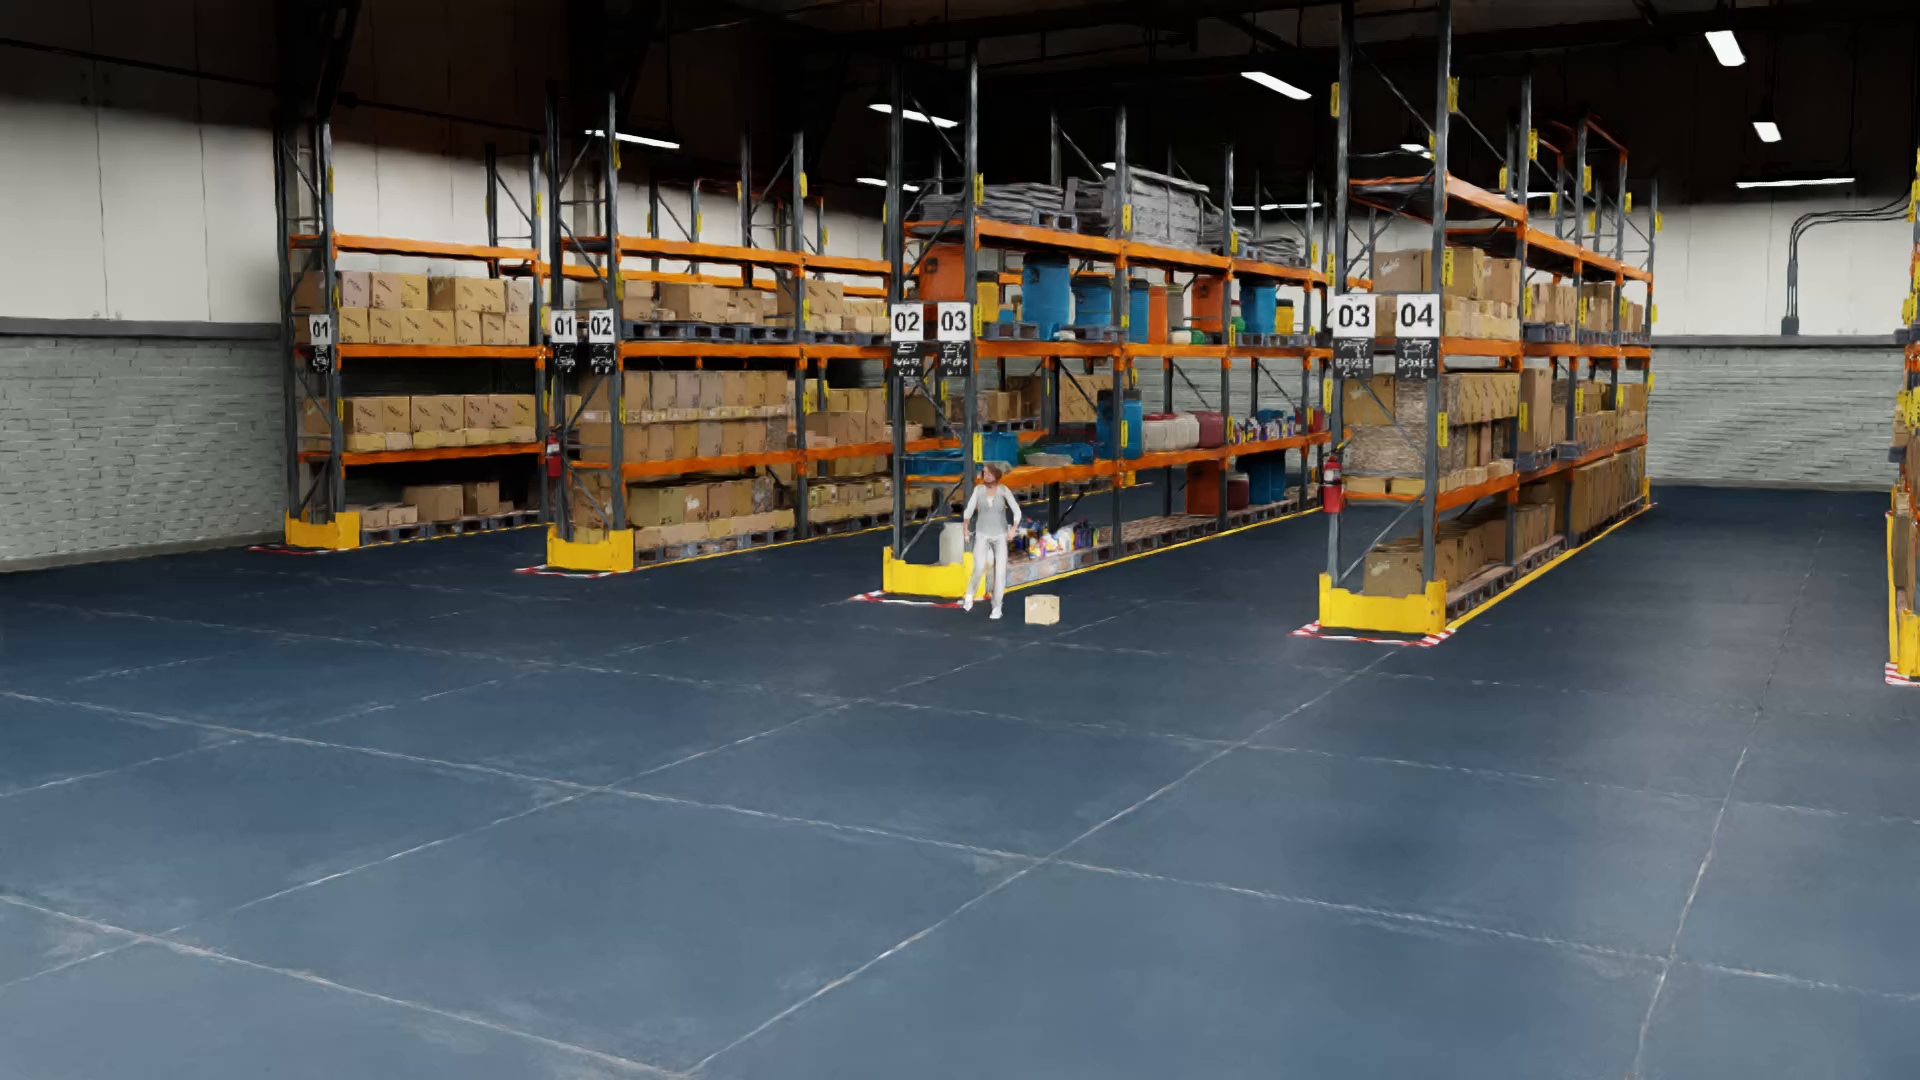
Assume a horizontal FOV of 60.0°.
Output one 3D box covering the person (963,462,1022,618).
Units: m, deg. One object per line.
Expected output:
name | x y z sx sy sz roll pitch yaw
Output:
person | 0.327 0.002 16.714 0.594 1.566 0.454 0 6 0
